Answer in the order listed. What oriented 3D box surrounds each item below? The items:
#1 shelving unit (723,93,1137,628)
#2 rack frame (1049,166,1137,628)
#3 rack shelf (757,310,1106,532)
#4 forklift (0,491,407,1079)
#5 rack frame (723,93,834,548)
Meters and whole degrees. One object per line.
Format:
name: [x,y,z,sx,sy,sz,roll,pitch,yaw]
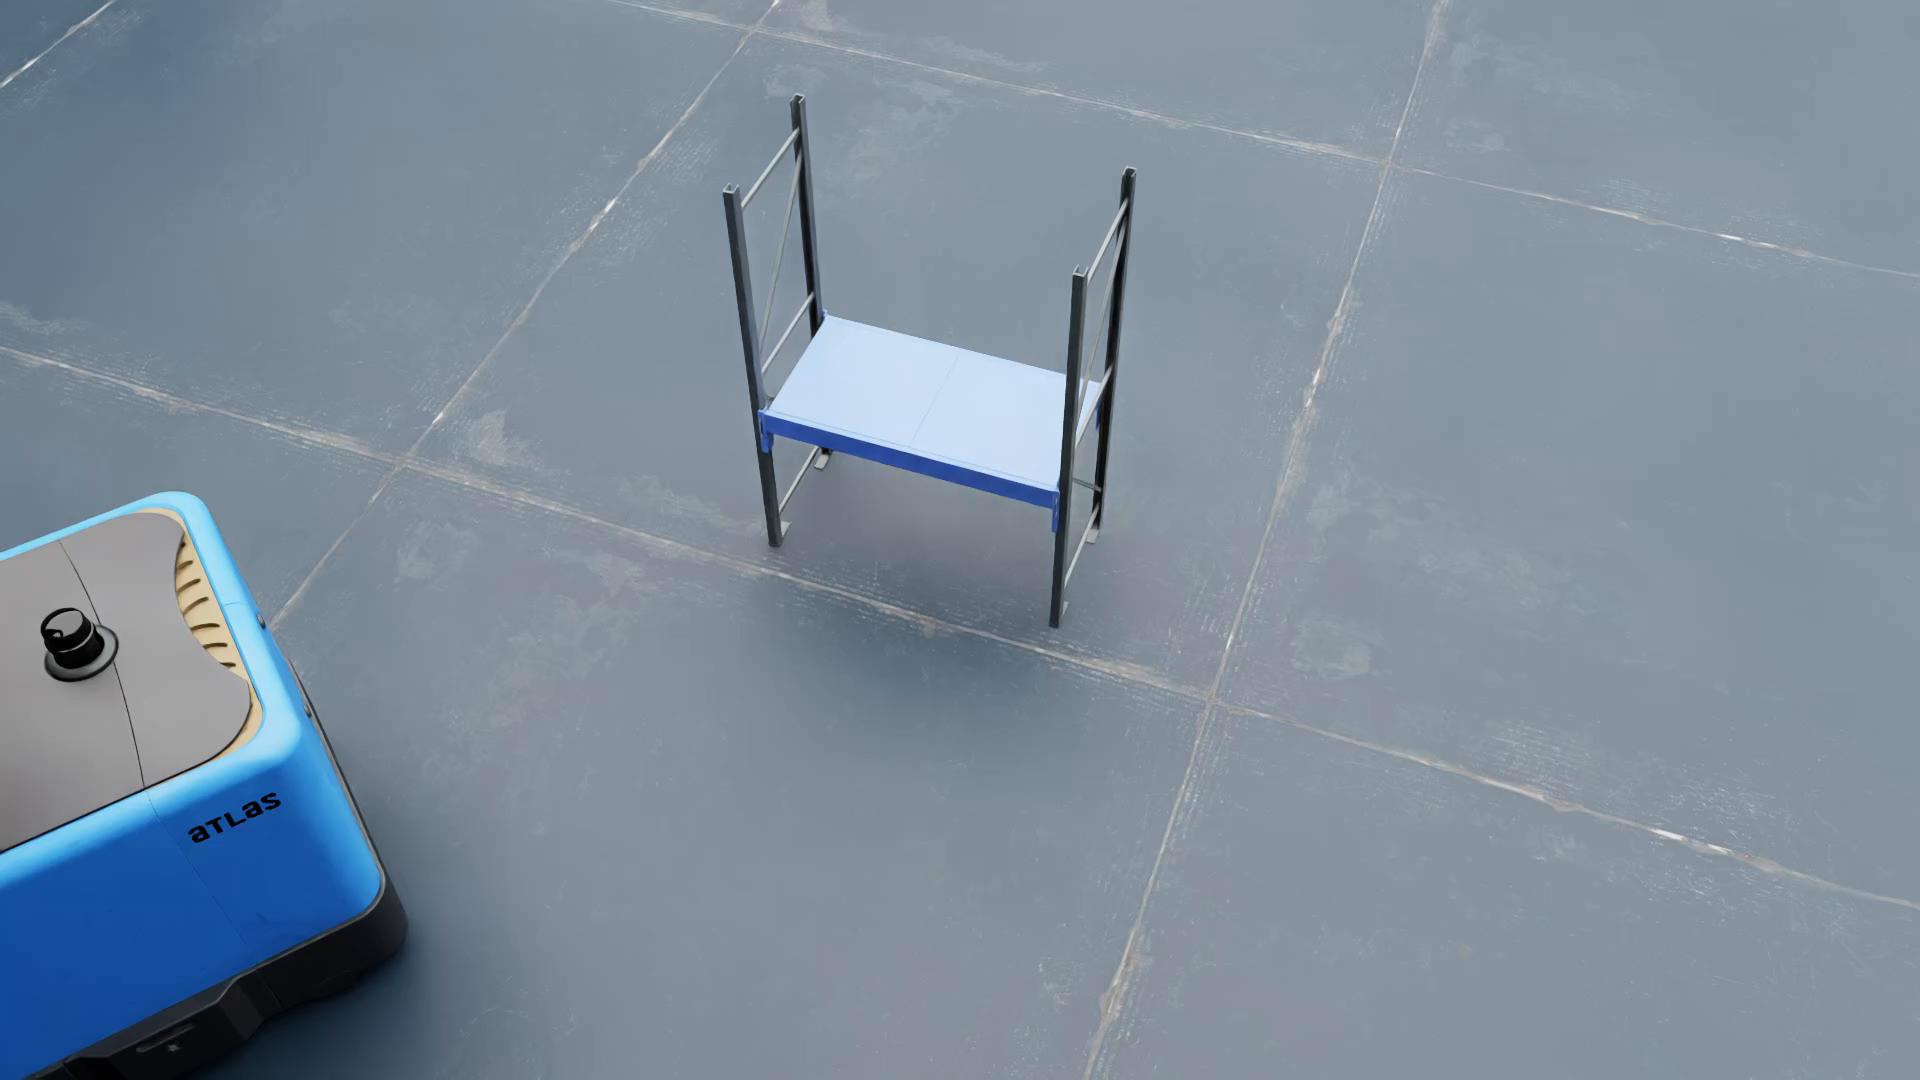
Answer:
shelving unit: [-0.080,-0.514,5.203,1.048,1.500,0.538,16,51,13]
rack frame: [0.397,-0.380,5.087,0.032,1.500,0.500,16,51,13]
rack shelf: [-0.080,-0.396,5.339,1.000,0.185,0.538,16,51,13]
forklift: [-3.086,0.485,3.390,3.031,2.935,1.130,-25,54,-20]
rack frame: [-0.557,-0.647,5.318,0.032,1.500,0.500,16,51,13]
